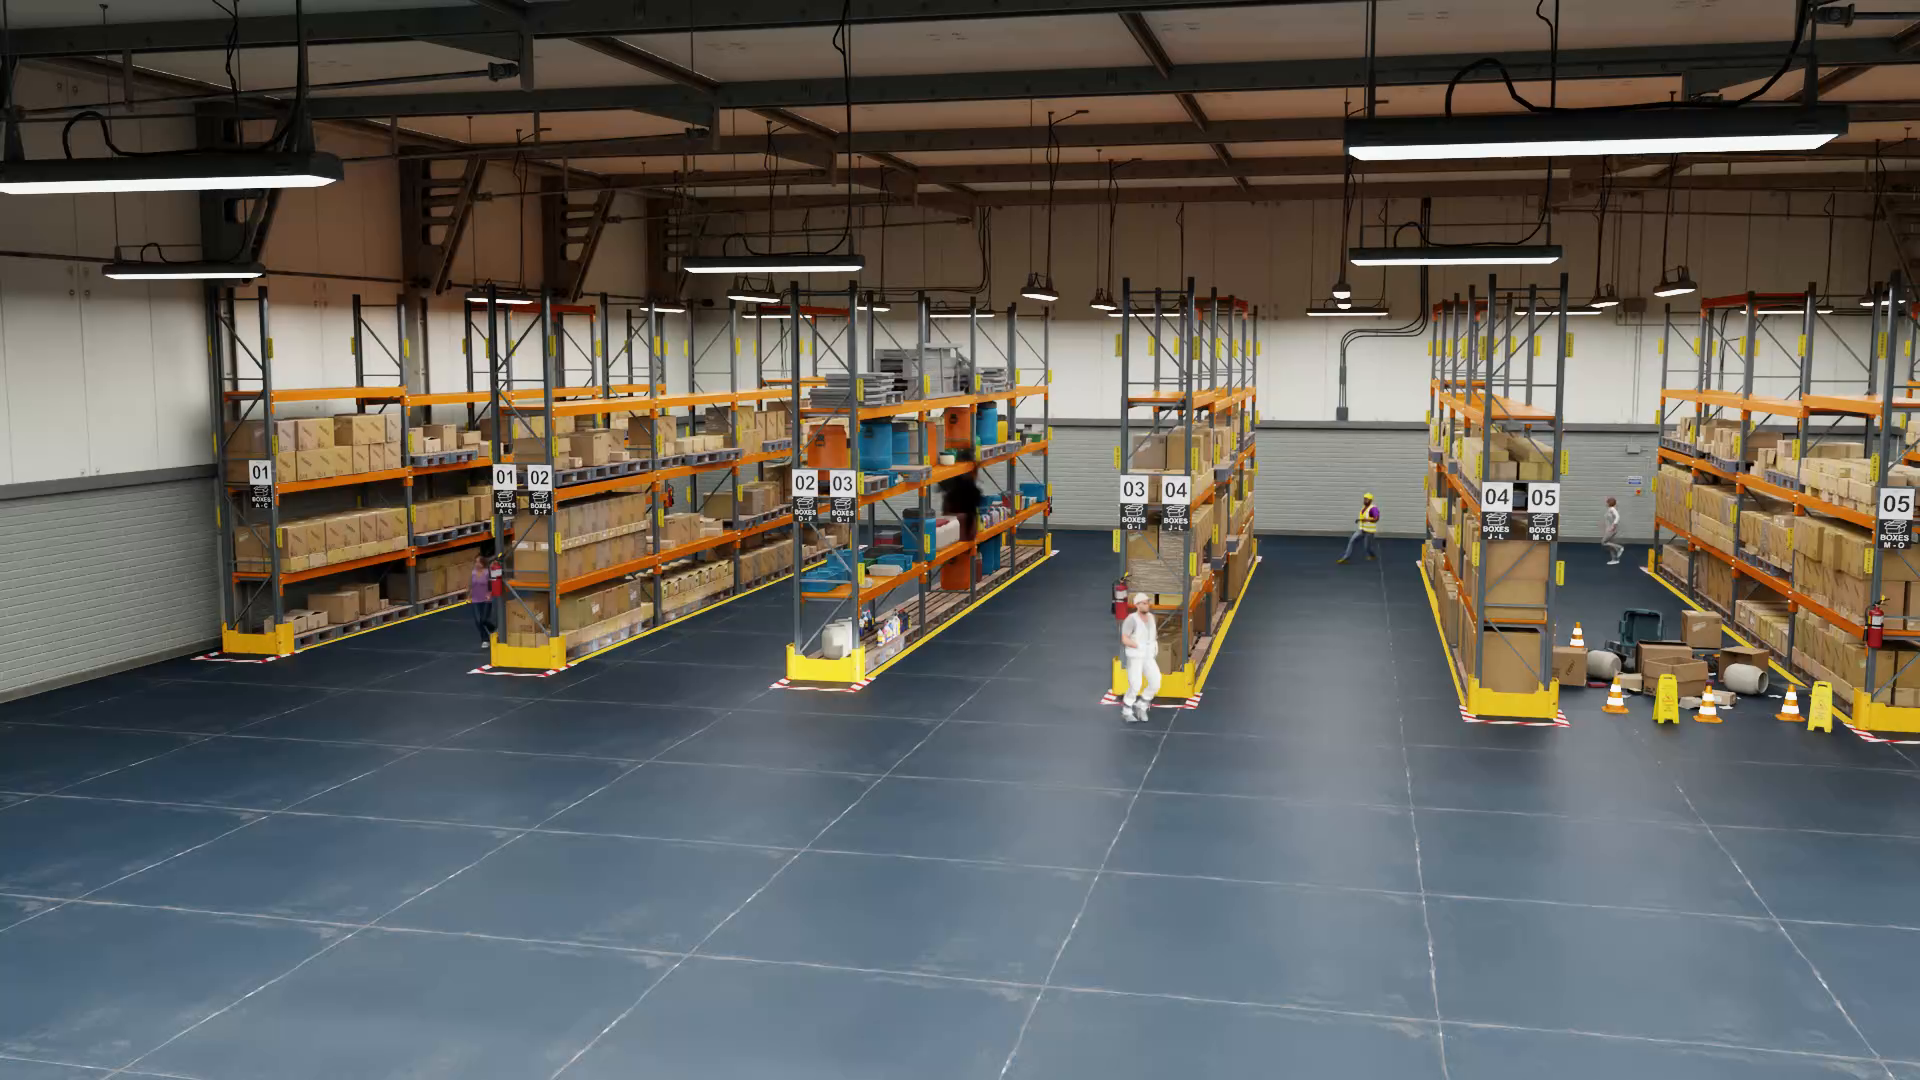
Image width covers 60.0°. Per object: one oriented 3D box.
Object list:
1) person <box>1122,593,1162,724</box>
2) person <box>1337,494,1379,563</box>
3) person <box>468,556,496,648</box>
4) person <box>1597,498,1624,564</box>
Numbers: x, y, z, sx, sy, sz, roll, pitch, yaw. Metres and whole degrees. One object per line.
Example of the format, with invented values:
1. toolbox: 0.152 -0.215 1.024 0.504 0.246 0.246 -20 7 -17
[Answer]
1. person: 2.455 1.586 22.181 0.689 1.777 0.664 -4 8 -31
2. person: 9.413 -0.259 38.681 1.101 1.635 0.742 -5 8 -35
3. person: -8.001 1.037 27.840 0.512 1.554 0.530 1 7 6
4. person: 15.159 -0.196 38.747 0.597 1.545 0.578 2 7 19
